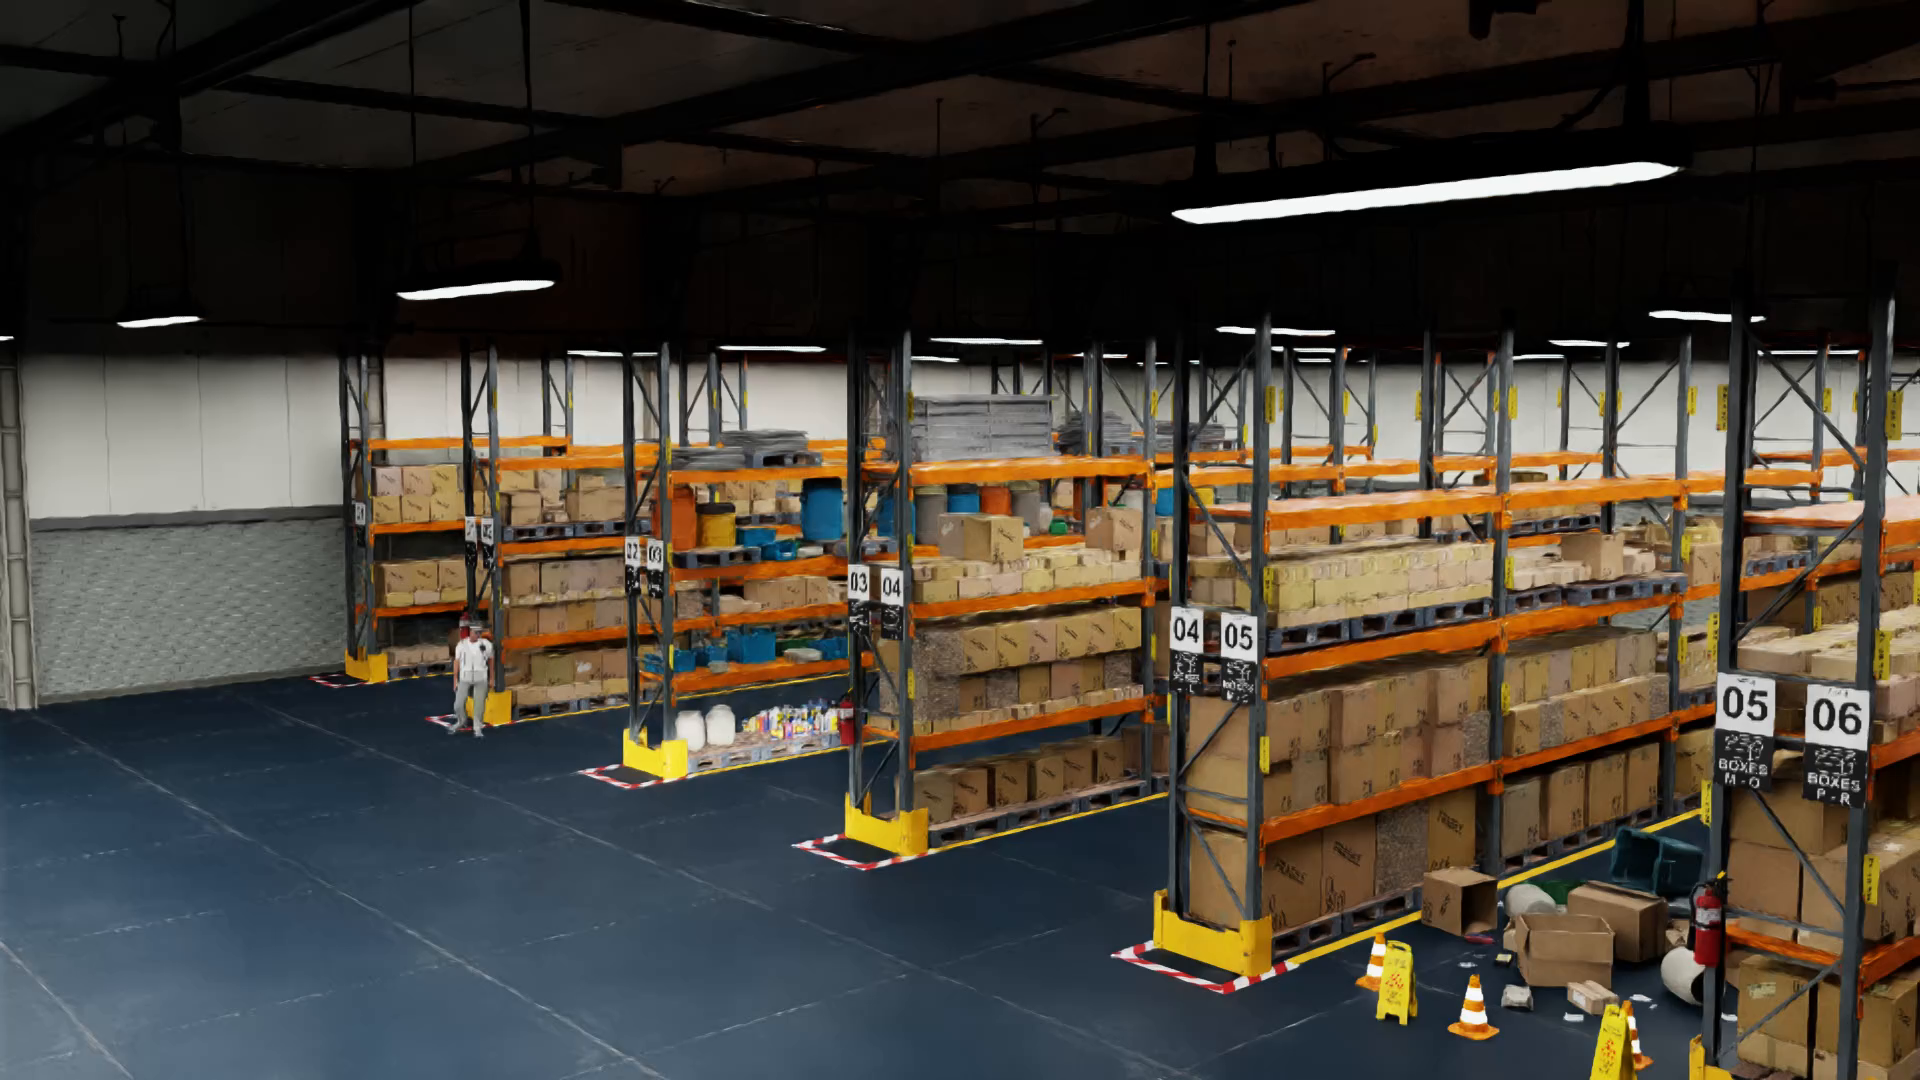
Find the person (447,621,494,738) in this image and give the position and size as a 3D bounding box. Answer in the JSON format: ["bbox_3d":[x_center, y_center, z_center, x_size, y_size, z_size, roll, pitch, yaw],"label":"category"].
[{"bbox_3d":[-7.303,2.069,24.772,0.712,1.739,0.508,-1,5,-14],"label":"person"}]

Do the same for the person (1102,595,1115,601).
[{"bbox_3d":[2.781,1.469,31.750,1.121,1.691,0.577,-4,7,-39],"label":"person"}]
